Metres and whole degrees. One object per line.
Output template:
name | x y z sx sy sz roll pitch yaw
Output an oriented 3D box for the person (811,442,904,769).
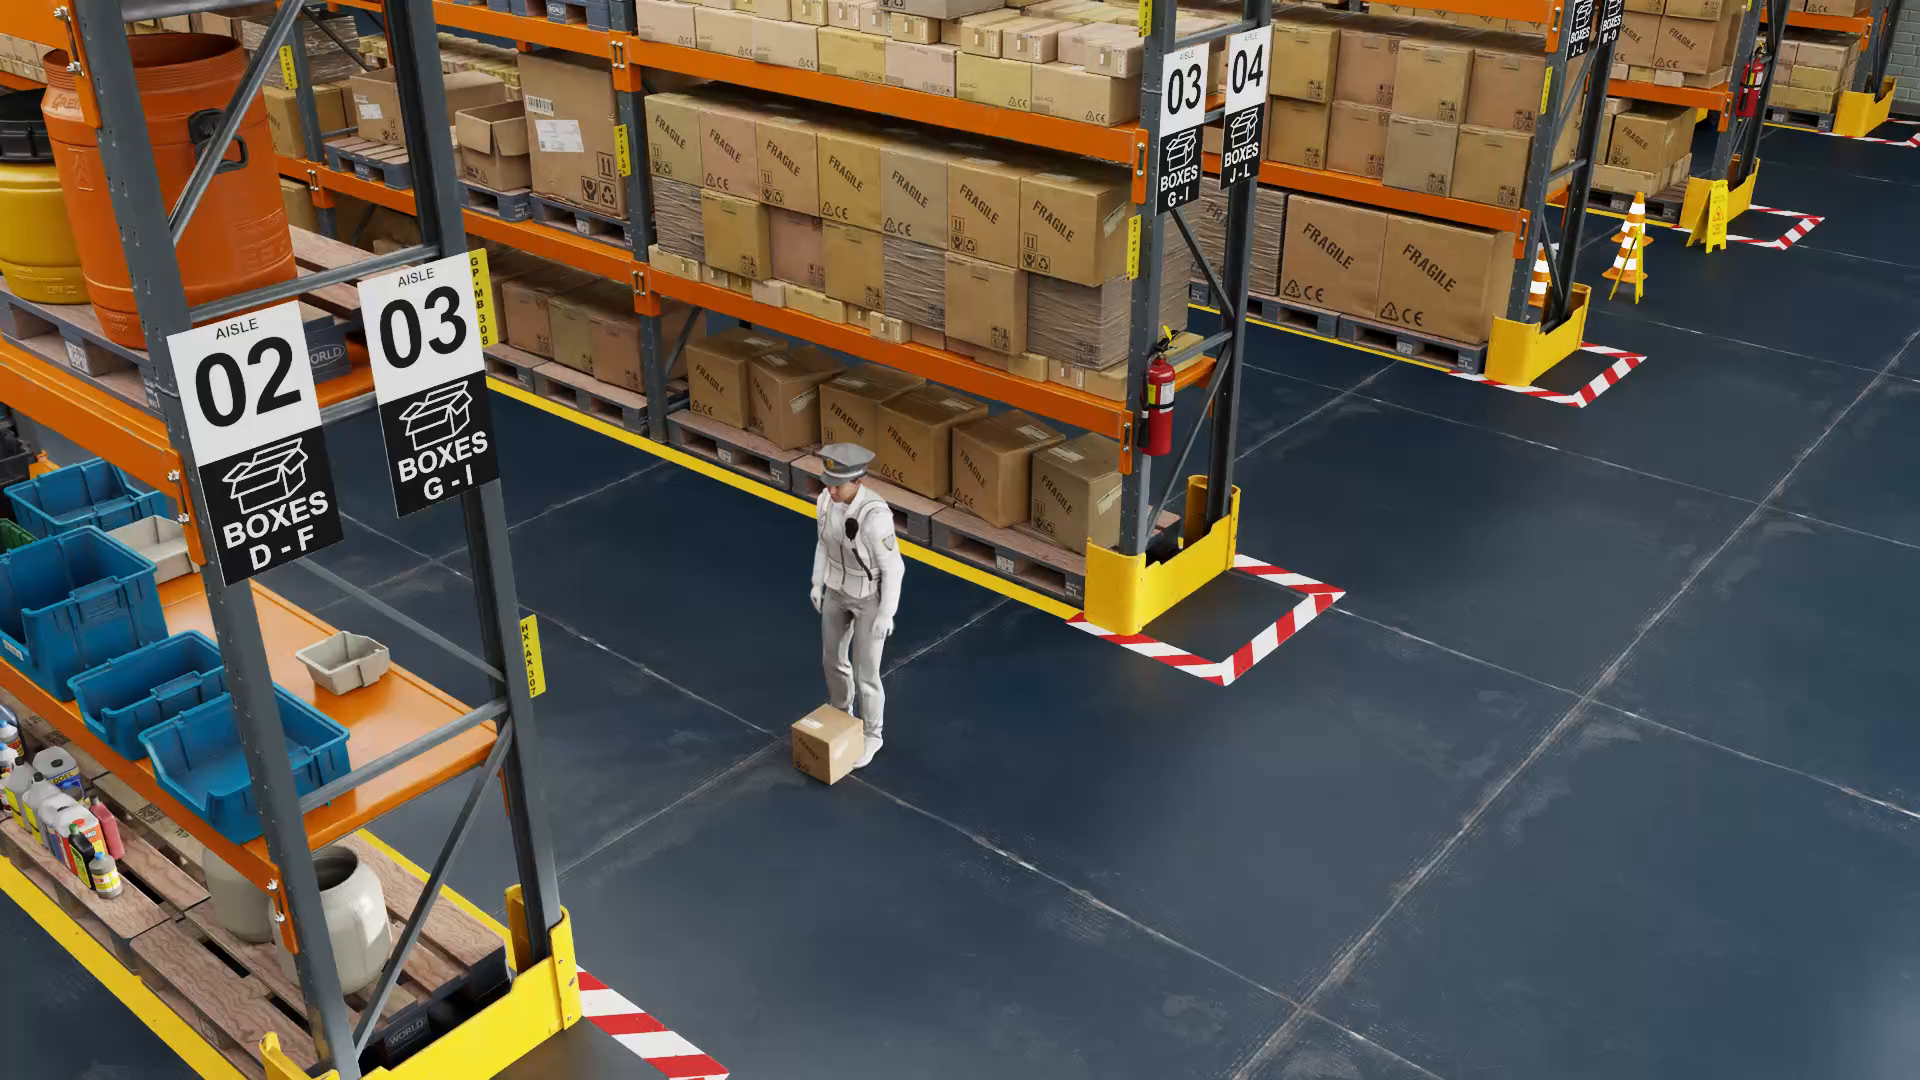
person | -0.520 0.298 8.048 0.526 1.660 0.410 20 34 34
